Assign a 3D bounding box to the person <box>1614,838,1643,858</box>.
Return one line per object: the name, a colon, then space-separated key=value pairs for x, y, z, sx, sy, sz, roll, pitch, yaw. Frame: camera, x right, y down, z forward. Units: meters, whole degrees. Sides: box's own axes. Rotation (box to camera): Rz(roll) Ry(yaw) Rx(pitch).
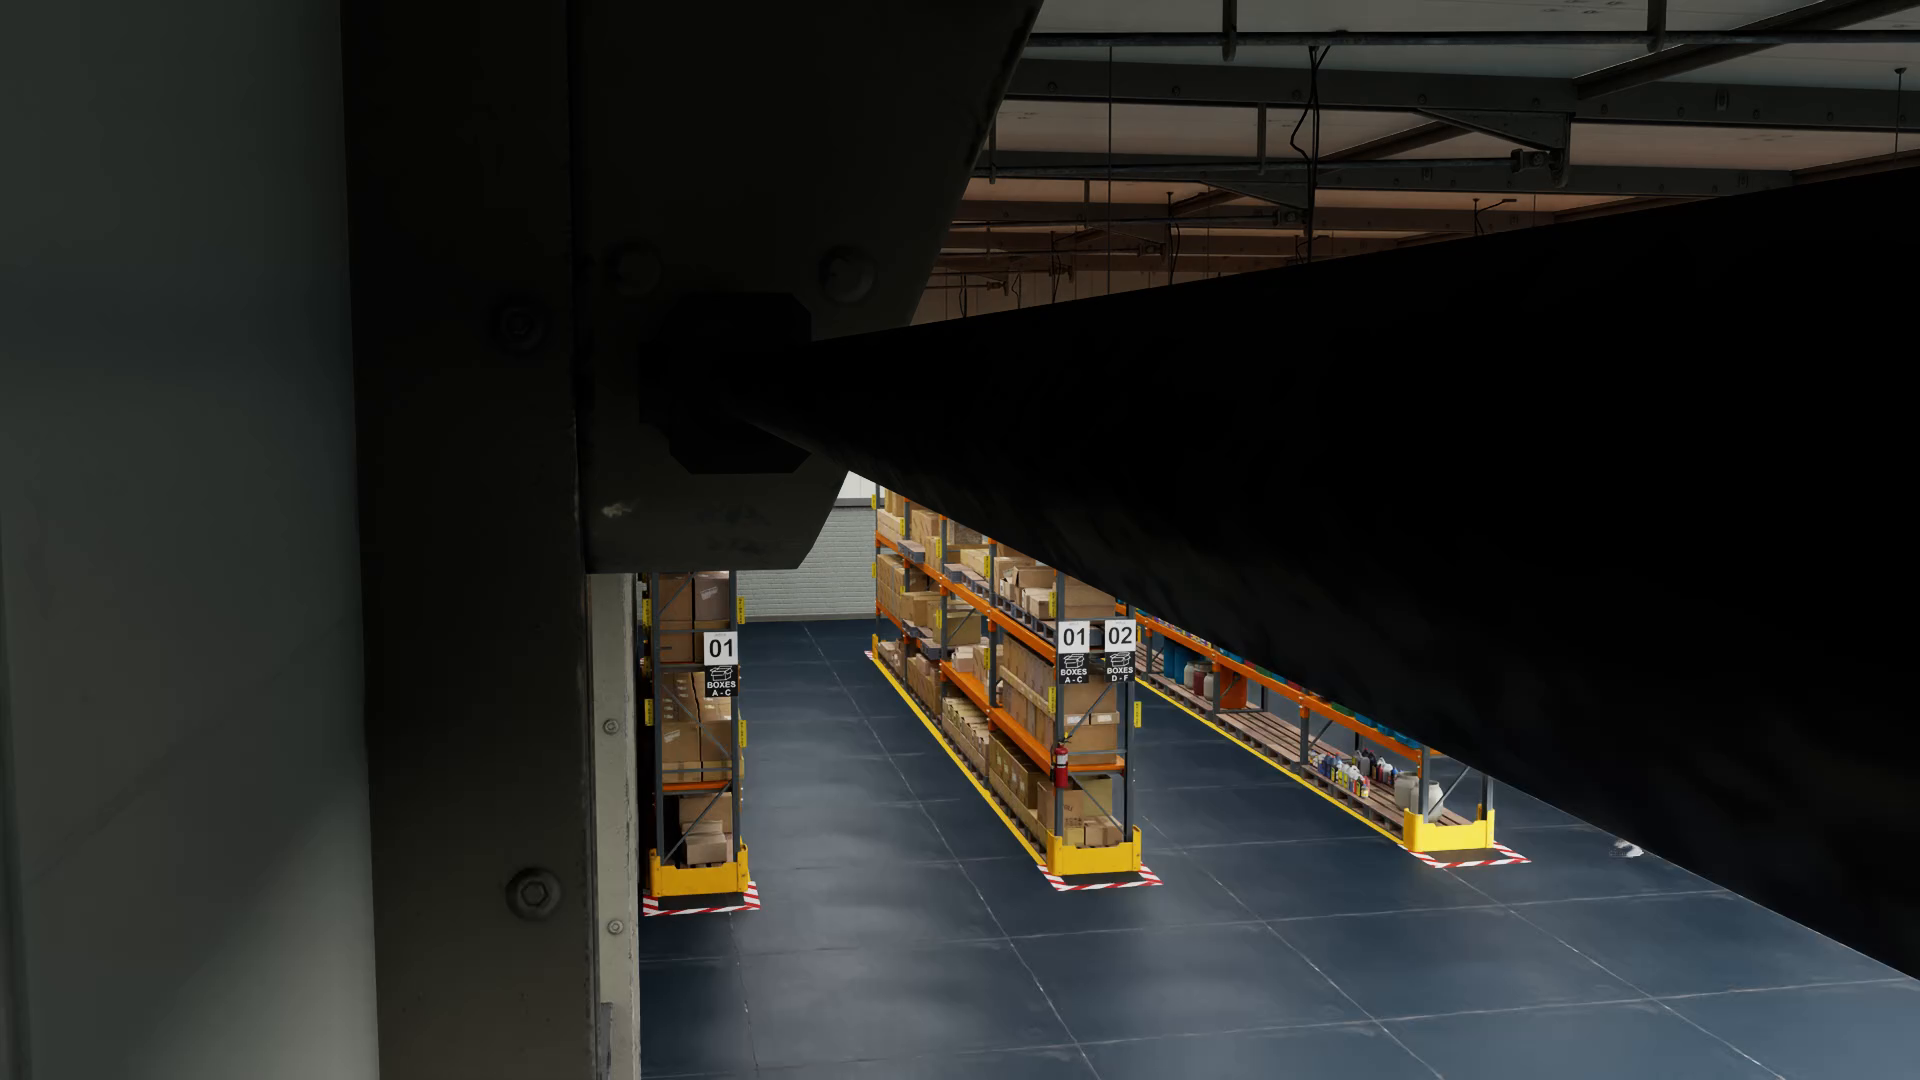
person: x=8.817 y=3.243 z=21.736 sx=0.554 sy=1.768 sz=0.606 roll=-5 pitch=8 yaw=-40
